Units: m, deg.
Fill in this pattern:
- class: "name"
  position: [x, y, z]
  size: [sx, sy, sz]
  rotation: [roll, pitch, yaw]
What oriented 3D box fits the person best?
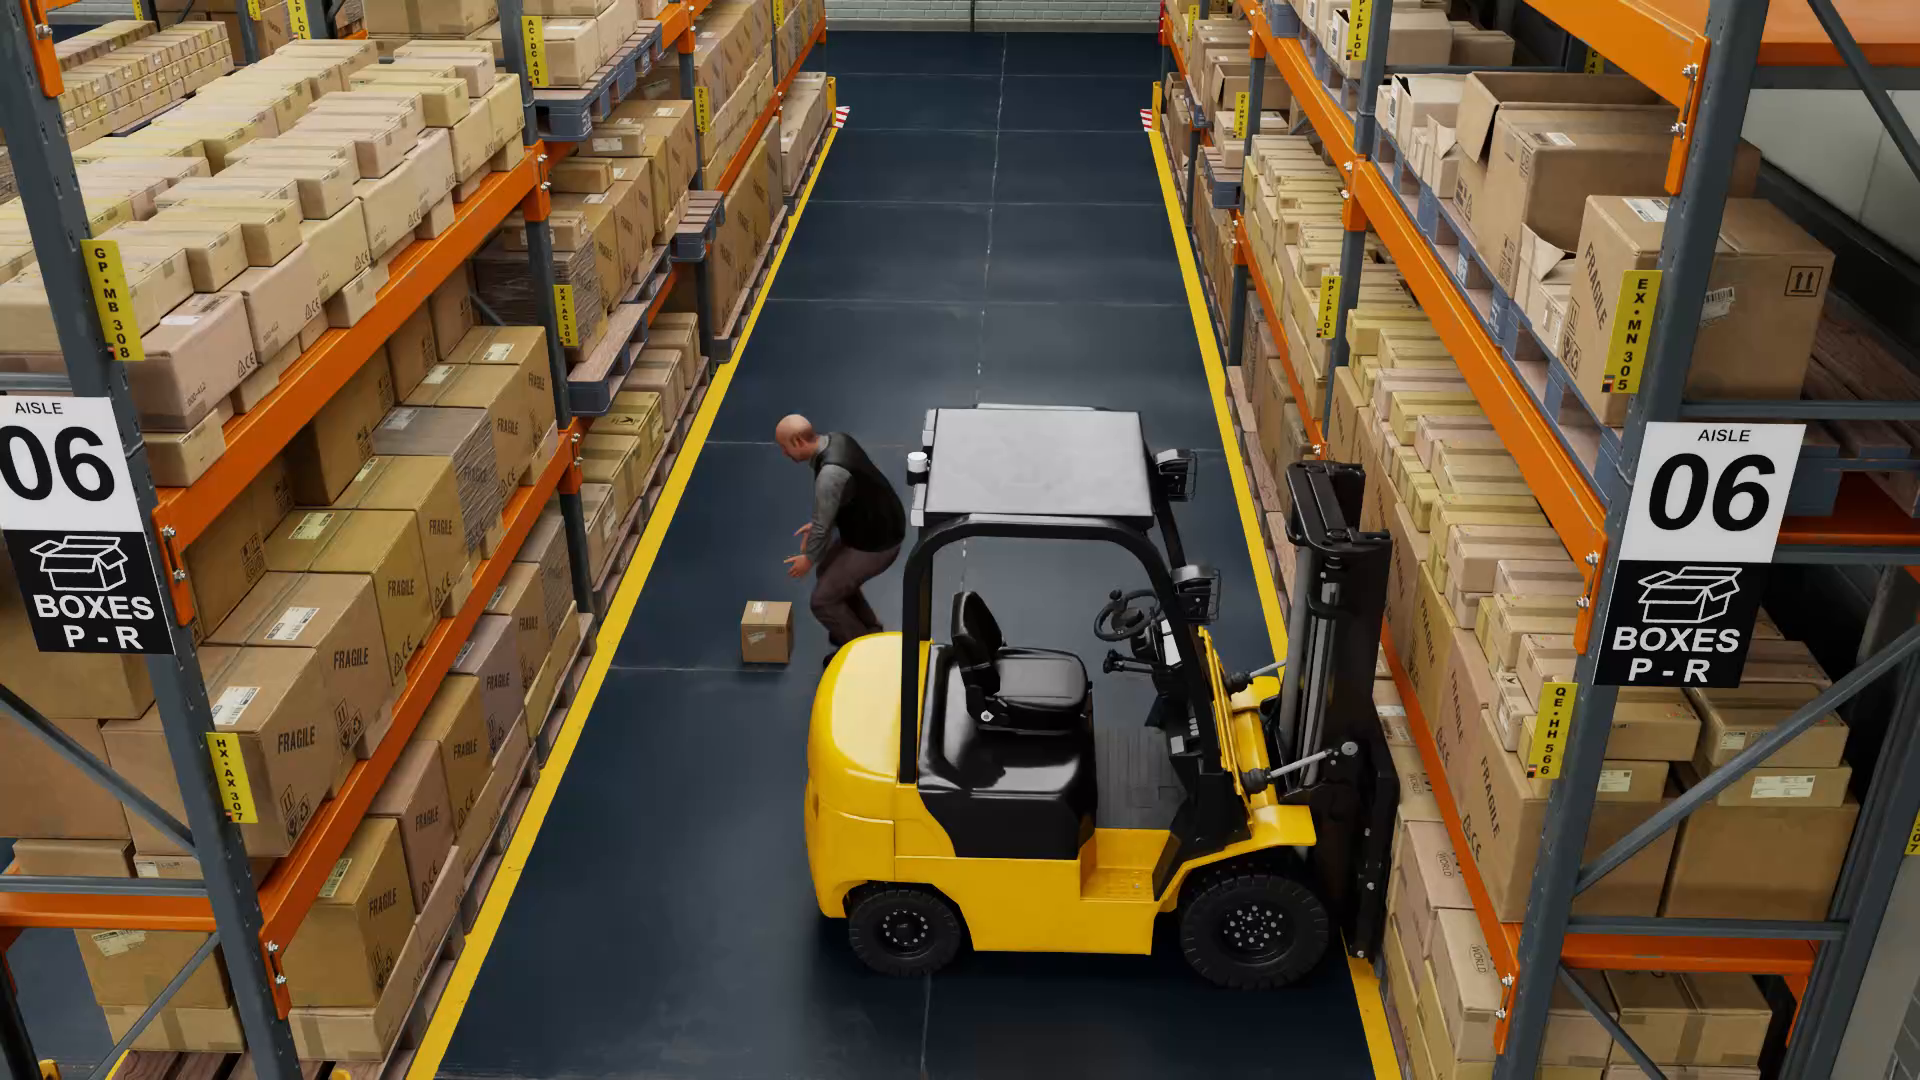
- class: "person"
  position: [-0.625, 0.004, 8.927]
  size: [0.670, 1.461, 0.590]
  rotation: [1, 28, 2]
